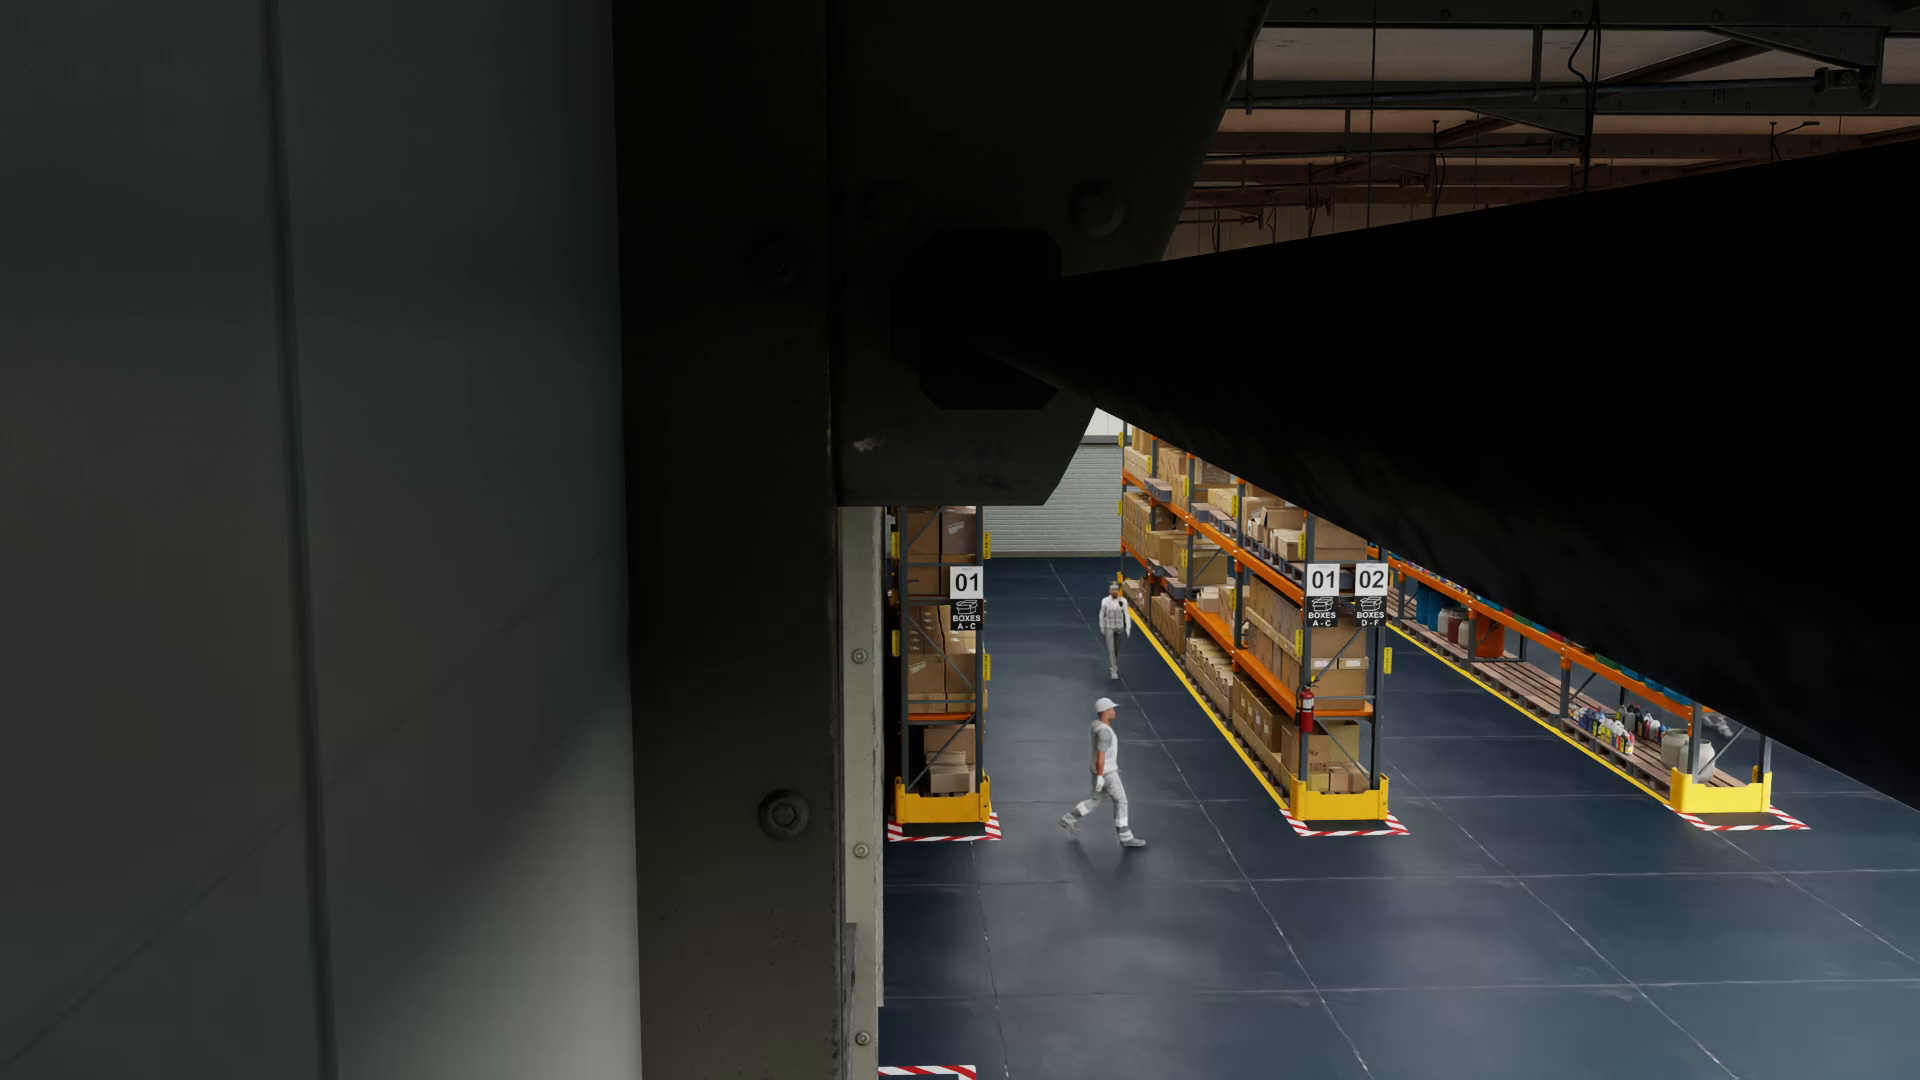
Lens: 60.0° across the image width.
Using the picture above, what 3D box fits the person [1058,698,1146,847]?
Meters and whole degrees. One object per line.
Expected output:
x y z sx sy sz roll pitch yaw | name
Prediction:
1.677 2.722 19.604 0.994 1.751 0.542 -1 8 -6 | person

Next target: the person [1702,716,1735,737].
11.301 1.992 24.678 0.571 1.734 1.015 -2 8 -11 | person

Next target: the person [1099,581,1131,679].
2.668 1.501 28.537 0.507 1.624 1.023 -1 8 -6 | person
